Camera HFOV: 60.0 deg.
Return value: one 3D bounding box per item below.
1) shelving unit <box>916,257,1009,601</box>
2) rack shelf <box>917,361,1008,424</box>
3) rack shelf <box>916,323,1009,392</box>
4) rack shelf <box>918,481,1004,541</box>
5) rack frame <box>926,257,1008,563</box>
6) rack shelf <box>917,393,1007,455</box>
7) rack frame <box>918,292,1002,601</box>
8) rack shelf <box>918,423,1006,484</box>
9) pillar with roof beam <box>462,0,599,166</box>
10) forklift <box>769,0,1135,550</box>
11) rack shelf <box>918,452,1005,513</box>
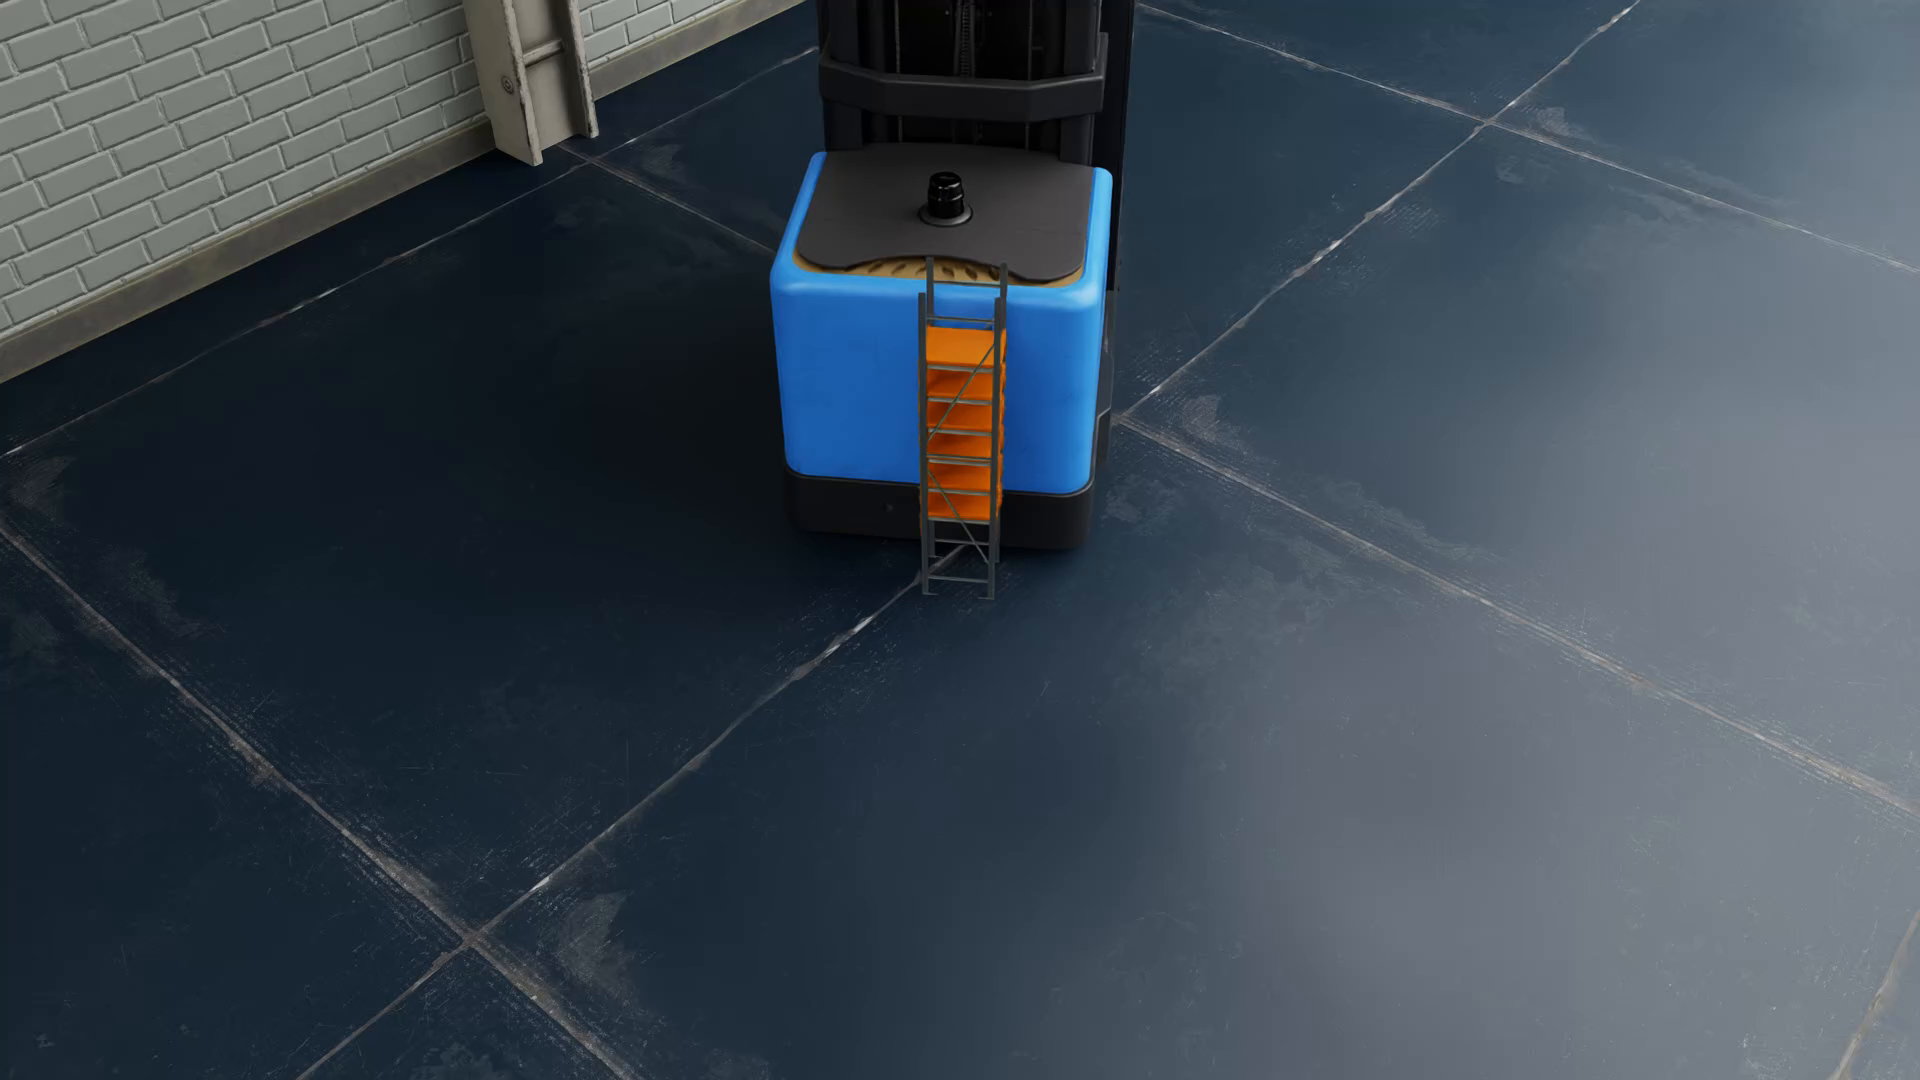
[{"bbox_3d":[0.007,-0.314,5.202,0.258,1.200,0.189,5,42,5],"label":"shelving unit"},{"bbox_3d":[0.008,-0.459,5.071,0.258,0.103,0.180,5,42,5],"label":"rack shelf"},{"bbox_3d":[0.009,-0.548,4.990,0.258,0.103,0.180,5,42,5],"label":"rack shelf"},{"bbox_3d":[0.005,-0.104,5.394,0.258,0.103,0.180,5,42,5],"label":"rack shelf"},{"bbox_3d":[0.017,-0.375,5.270,0.240,1.200,0.006,5,42,5],"label":"rack frame"},{"bbox_3d":[0.007,-0.370,5.152,0.258,0.103,0.180,5,42,5],"label":"rack shelf"},{"bbox_3d":[-0.003,-0.253,5.135,0.240,1.200,0.006,5,42,5],"label":"rack frame"},{"bbox_3d":[0.007,-0.281,5.232,0.258,0.103,0.180,5,42,5],"label":"rack shelf"},{"bbox_3d":[1.349,-3.349,2.744,9.100,9.000,0.400,29,50,28],"label":"pillar with roof beam"},{"bbox_3d":[0.082,-2.040,5.815,1.130,2.935,3.031,4,42,5],"label":"forklift"},{"bbox_3d":[0.006,-0.193,5.313,0.258,0.103,0.180,5,42,5],"label":"rack shelf"}]
